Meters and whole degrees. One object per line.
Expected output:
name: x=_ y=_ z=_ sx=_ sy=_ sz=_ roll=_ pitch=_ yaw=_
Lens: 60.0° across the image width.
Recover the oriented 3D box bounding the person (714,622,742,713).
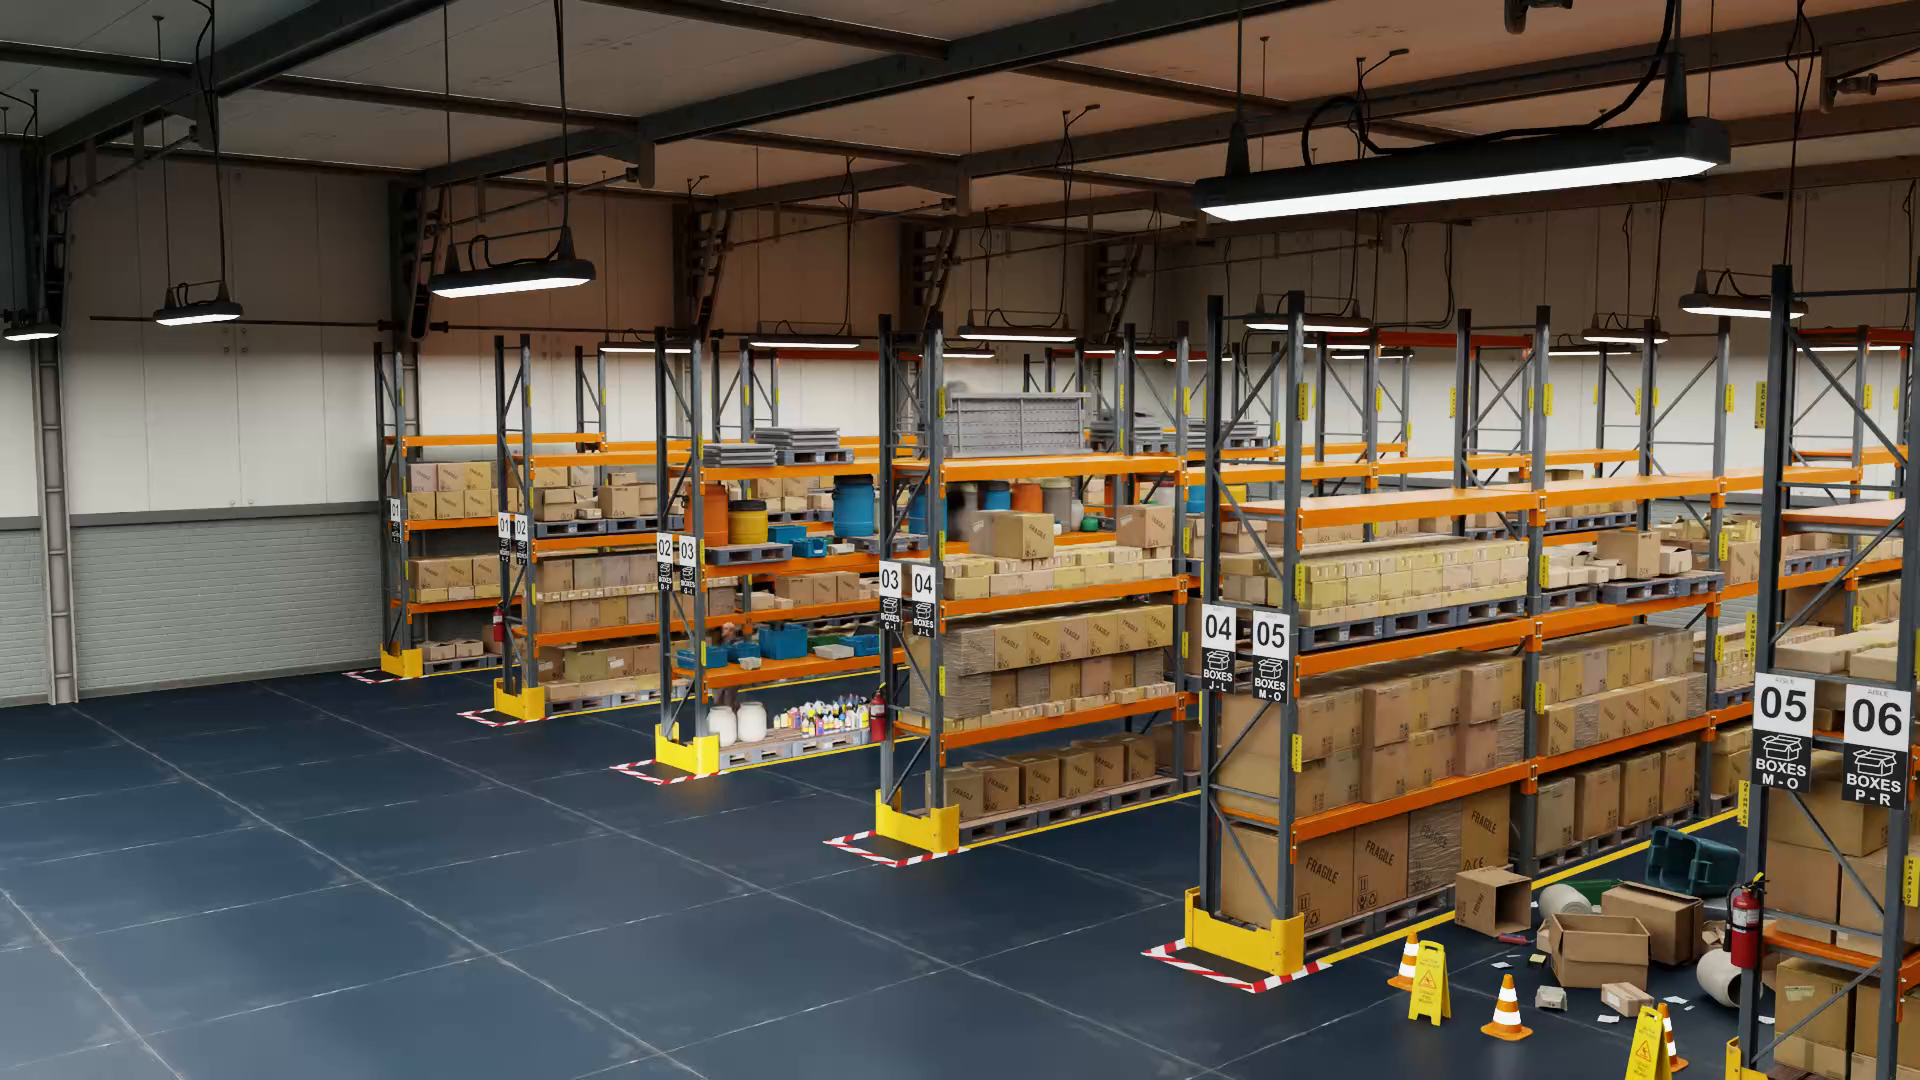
person: x=-3.426 y=2.064 z=24.845 sx=0.658 sy=1.685 sz=0.716 roll=5 pitch=7 yaw=43

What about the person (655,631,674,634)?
person: x=-5.298 y=1.625 z=30.389 sx=0.615 sy=1.626 sz=1.003 roll=5 pitch=7 yaw=42
